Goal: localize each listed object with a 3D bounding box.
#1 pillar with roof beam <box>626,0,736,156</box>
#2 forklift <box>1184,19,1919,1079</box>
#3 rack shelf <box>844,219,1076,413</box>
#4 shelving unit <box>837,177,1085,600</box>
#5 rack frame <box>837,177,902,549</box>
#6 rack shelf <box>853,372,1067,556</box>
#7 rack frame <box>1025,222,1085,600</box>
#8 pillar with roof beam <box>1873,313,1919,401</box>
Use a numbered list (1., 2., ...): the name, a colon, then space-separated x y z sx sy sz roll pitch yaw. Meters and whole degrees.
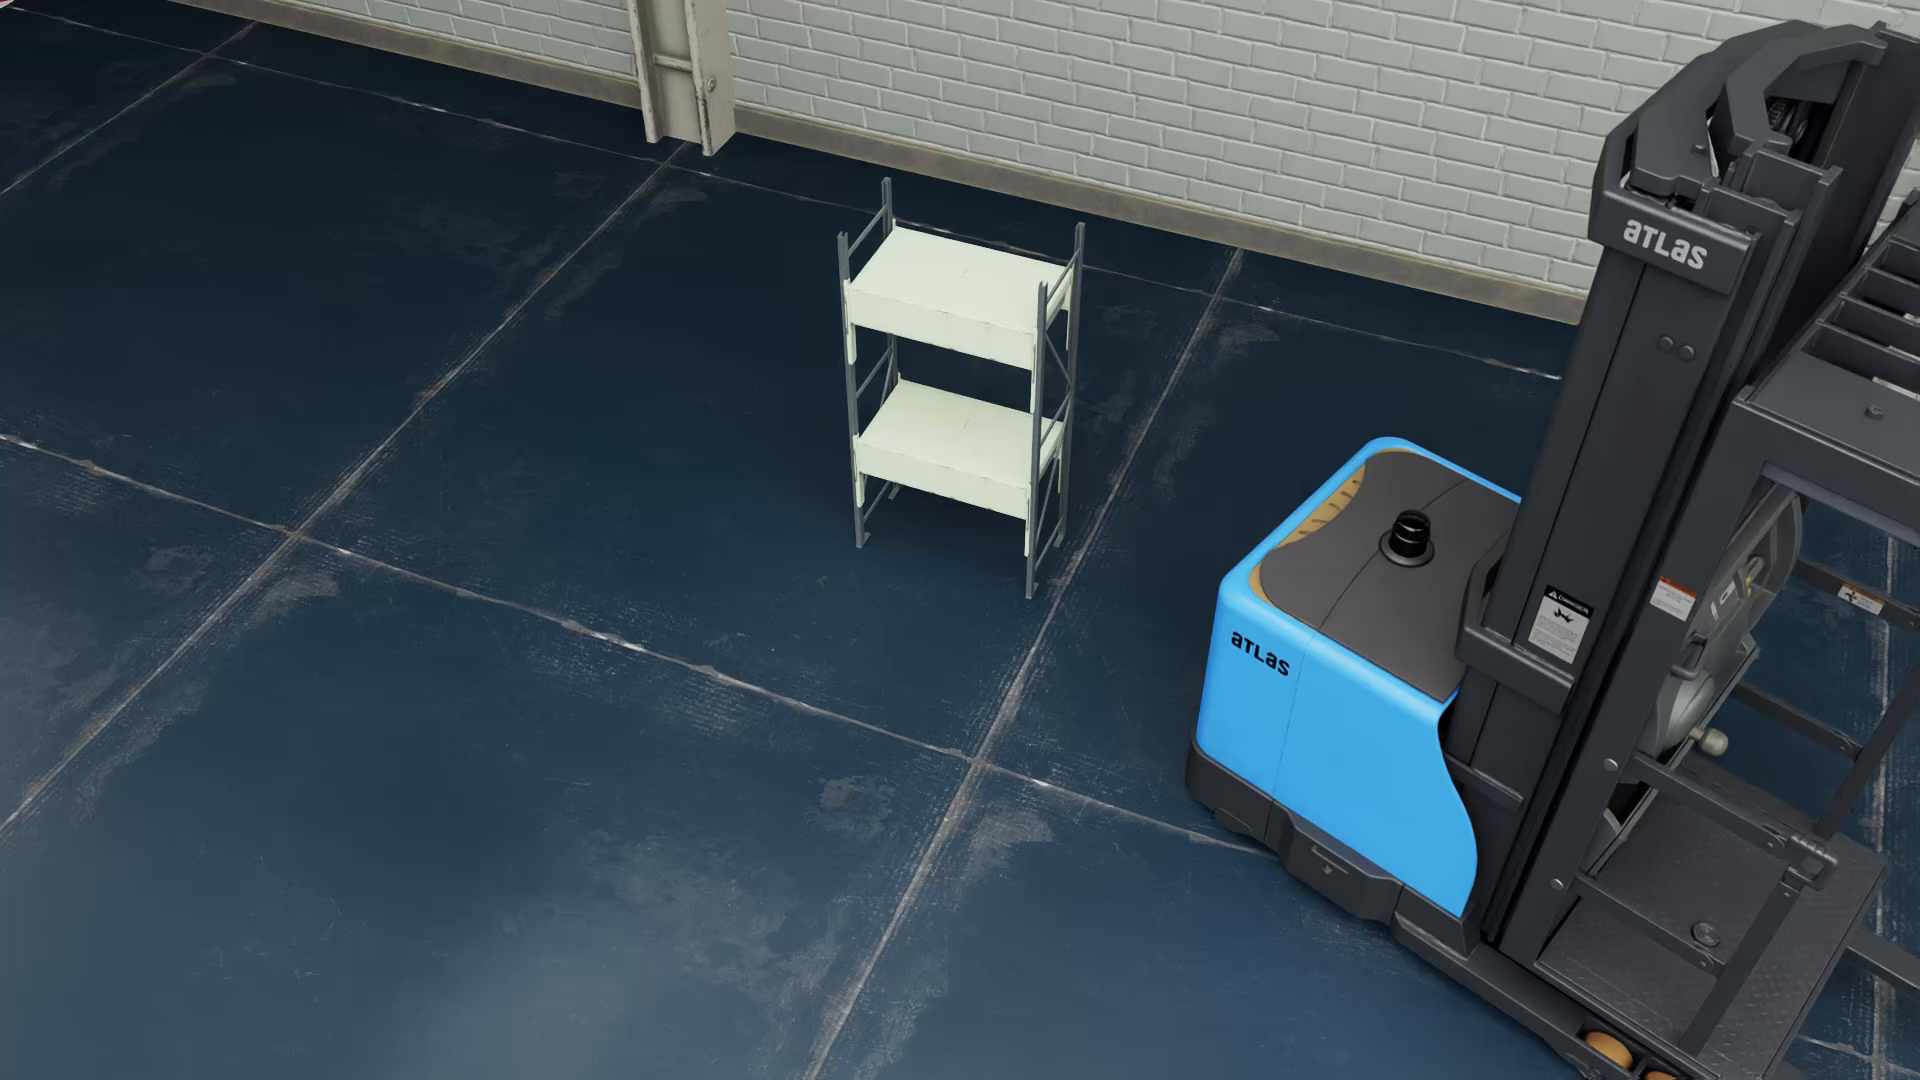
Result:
1. pillar with roof beam: -3.094 -2.567 2.950 0.400 9.000 9.100 16 47 16
2. forklift: 2.221 0.291 4.379 3.031 2.935 1.130 32 53 28
3. rack shelf: 0.006 -0.807 5.944 0.720 0.370 0.431 16 47 16
4. shelving unit: 0.006 -0.530 6.219 0.755 1.500 0.431 16 47 16
5. rack frame: -0.332 -0.629 6.319 0.023 1.500 0.400 16 47 16
6. rack shelf: 0.006 -0.299 6.449 0.720 0.370 0.431 16 47 16
7. rack frame: 0.344 -0.430 6.119 0.023 1.500 0.400 16 47 16
8. pillar with roof beam: 2.443 -0.938 1.313 0.400 9.000 9.100 16 47 16
